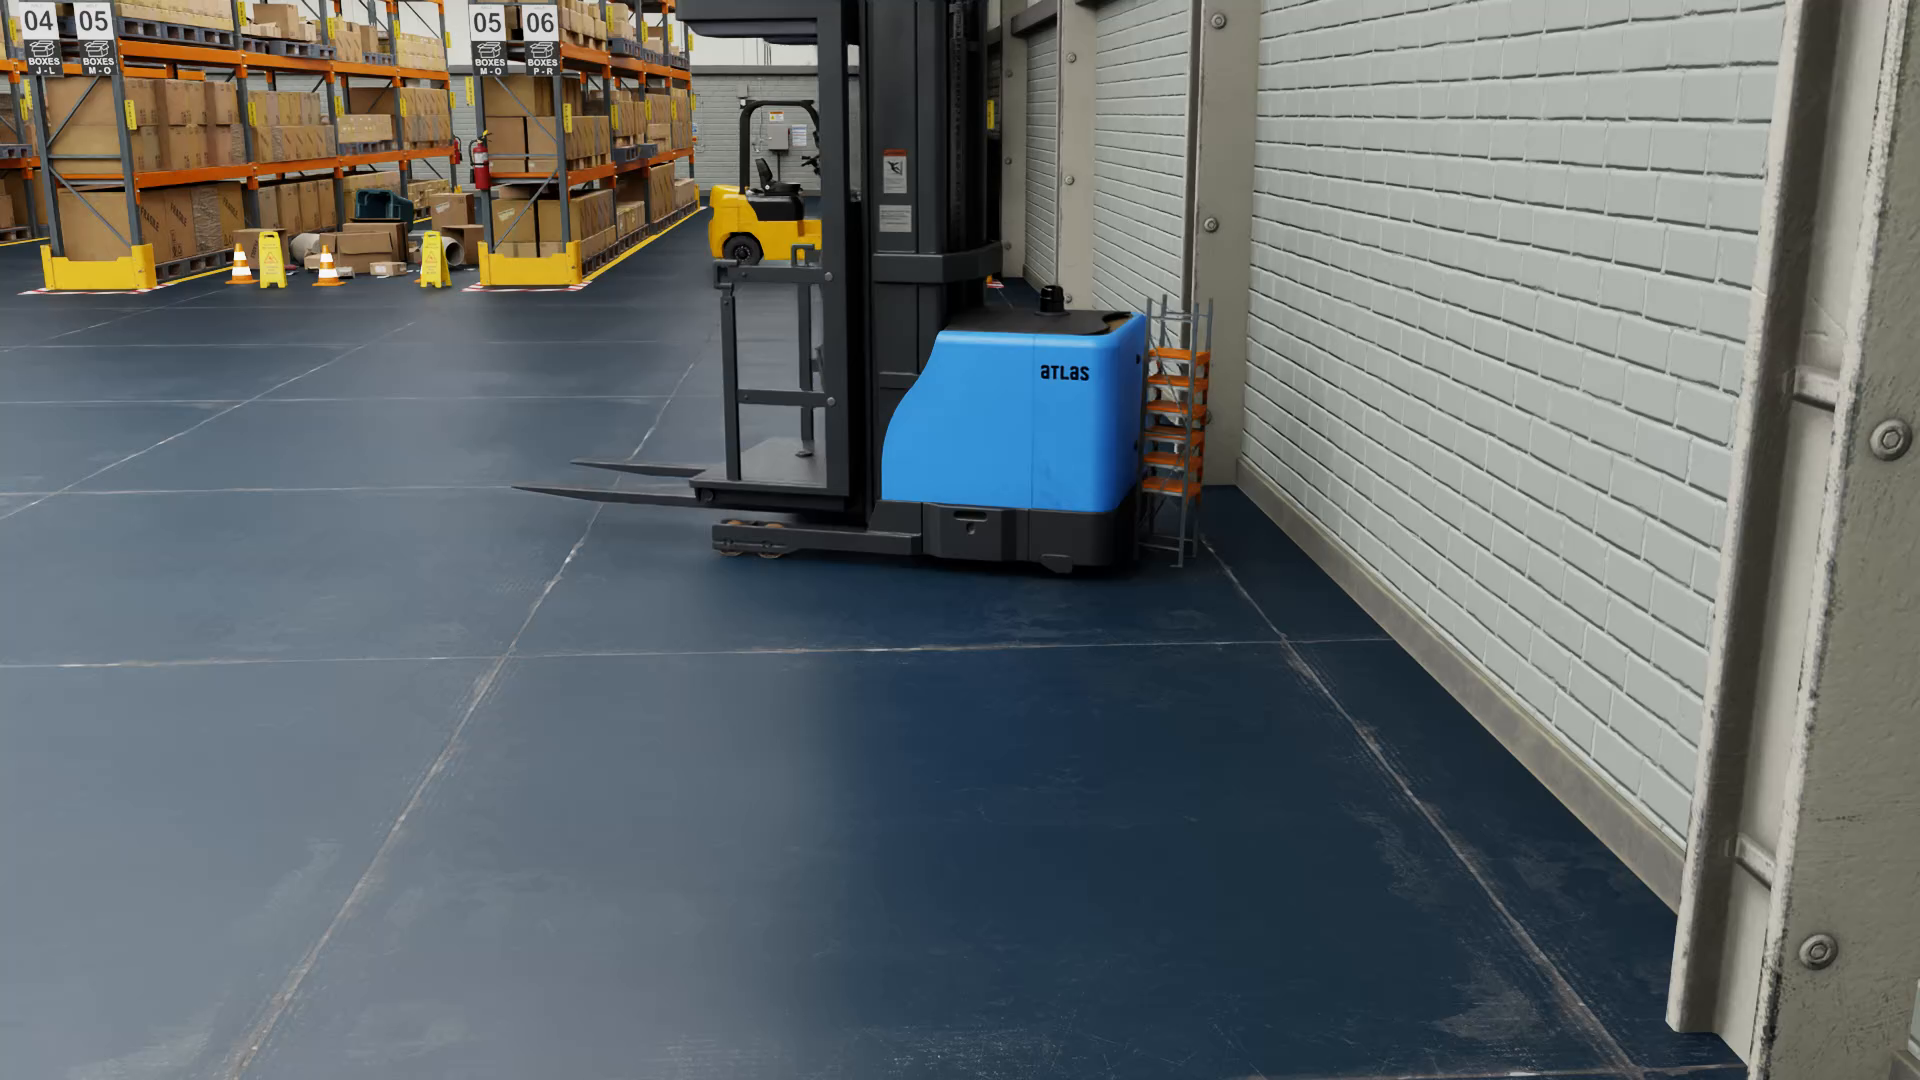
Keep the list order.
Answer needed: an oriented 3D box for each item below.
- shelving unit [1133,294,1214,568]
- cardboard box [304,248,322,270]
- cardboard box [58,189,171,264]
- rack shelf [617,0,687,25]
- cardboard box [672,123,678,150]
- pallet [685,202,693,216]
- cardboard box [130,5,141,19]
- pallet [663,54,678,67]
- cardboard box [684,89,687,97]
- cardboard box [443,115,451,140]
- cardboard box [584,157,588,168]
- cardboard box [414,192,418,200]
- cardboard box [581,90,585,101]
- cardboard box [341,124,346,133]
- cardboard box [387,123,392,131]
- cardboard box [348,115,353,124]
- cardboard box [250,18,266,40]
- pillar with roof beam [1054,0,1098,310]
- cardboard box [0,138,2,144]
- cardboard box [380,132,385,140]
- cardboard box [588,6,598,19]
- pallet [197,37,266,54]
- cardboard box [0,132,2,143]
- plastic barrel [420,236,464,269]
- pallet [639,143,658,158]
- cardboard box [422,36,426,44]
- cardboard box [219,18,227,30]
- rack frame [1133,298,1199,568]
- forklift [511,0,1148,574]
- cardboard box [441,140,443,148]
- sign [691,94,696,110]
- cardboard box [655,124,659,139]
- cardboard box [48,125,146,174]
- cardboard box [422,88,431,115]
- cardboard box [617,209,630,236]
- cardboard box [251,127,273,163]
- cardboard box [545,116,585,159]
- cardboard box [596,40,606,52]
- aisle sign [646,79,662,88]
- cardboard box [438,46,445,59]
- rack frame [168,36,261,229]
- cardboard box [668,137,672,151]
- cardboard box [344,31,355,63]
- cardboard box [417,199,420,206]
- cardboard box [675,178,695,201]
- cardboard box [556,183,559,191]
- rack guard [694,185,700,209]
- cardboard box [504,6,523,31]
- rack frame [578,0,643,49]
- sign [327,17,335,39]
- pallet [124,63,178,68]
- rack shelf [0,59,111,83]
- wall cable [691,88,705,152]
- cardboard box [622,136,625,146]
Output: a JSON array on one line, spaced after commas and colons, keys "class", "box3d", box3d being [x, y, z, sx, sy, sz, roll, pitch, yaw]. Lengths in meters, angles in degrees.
[{"class": "shelving unit", "box3d": [0.960, -0.490, 7.506, 0.258, 1.200, 0.189, 9, 17, 26]}, {"class": "cardboard box", "box3d": [-8.393, -3.697, 21.862, 0.396, 0.266, 0.258, 2, 15, 6]}, {"class": "cardboard box", "box3d": [-10.198, -3.767, 20.070, 0.875, 0.875, 0.875, -1, 14, -3]}, {"class": "rack shelf", "box3d": [-6.023, -10.372, 32.525, 1.077, 0.370, 4.000, -1, 14, -3]}, {"class": "cardboard box", "box3d": [-5.667, -7.680, 31.657, 0.500, 0.500, 0.500, 0, 14, -2]}, {"class": "pallet", "box3d": [-5.947, -6.655, 33.469, 1.003, 0.211, 1.213, -1, 14, -3]}, {"class": "cardboard box", "box3d": [-9.808, -6.162, 19.396, 0.380, 0.149, 0.250, -1, 14, -3]}, {"class": "pallet", "box3d": [-5.940, -9.125, 31.629, 1.003, 0.211, 1.213, -1, 14, -3]}, {"class": "cardboard box", "box3d": [-5.785, -9.141, 34.025, 0.380, 0.149, 0.250, -1, 14, -4]}, {"class": "cardboard box", "box3d": [-10.797, -8.489, 34.203, 0.500, 0.500, 0.500, -1, 14, -2]}, {"class": "cardboard box", "box3d": [-5.018, -4.881, 21.482, 0.380, 0.149, 0.250, -1, 14, -5]}, {"class": "cardboard box", "box3d": [-10.707, -6.660, 32.175, 0.380, 0.149, 0.250, -2, 15, -6]}, {"class": "cardboard box", "box3d": [-5.713, -6.514, 24.383, 0.380, 0.149, 0.250, -1, 14, -5]}, {"class": "cardboard box", "box3d": [-10.434, -6.831, 27.622, 0.380, 0.149, 0.250, 0, 14, -1]}, {"class": "cardboard box", "box3d": [-10.612, -7.540, 30.375, 0.380, 0.149, 0.250, 0, 14, -2]}, {"class": "cardboard box", "box3d": [-10.467, -7.096, 28.055, 0.380, 0.149, 0.250, -1, 15, -6]}, {"class": "cardboard box", "box3d": [-10.698, -7.641, 24.818, 0.500, 0.311, 0.500, -1, 14, -4]}, {"class": "pillar with roof beam", "box3d": [-3.270, -6.138, 13.824, 9.100, 9.000, 0.400, -1, 14, -3]}, {"class": "cardboard box", "box3d": [-15.469, -6.482, 26.155, 0.500, 0.500, 0.500, -3, 15, -10]}, {"class": "cardboard box", "box3d": [-10.581, -7.269, 29.920, 0.380, 0.149, 0.250, -1, 14, -4]}, {"class": "cardboard box", "box3d": [-5.000, -6.971, 21.986, 0.380, 0.149, 0.250, 0, 14, -2]}, {"class": "pallet", "box3d": [-10.444, -7.007, 23.606, 0.805, 0.209, 1.217, -1, 15, -6]}, {"class": "cardboard box", "box3d": [-15.820, -6.531, 27.189, 0.500, 0.500, 0.500, 0, 14, -2]}, {"class": "plastic barrel", "box3d": [-6.795, -3.770, 21.828, 0.512, 0.421, 0.421, 10, 18, 35]}, {"class": "pallet", "box3d": [-5.501, -6.248, 26.675, 1.213, 0.211, 1.003, -1, 14, -3]}, {"class": "cardboard box", "box3d": [-10.720, -9.823, 32.661, 0.380, 0.149, 0.250, -1, 14, -2]}, {"class": "cardboard box", "box3d": [-9.980, -6.855, 22.089, 0.380, 0.149, 0.250, -1, 14, -3]}, {"class": "rack frame", "box3d": [0.917, -0.470, 7.428, 0.240, 1.200, 0.006, 9, 17, 26]}, {"class": "forklift", "box3d": [-0.659, -1.452, 7.787, 3.031, 2.935, 1.130, 4, 15, 14]}, {"class": "cardboard box", "box3d": [-10.771, -8.082, 33.921, 0.380, 0.149, 0.250, -1, 14, -4]}, {"class": "sign", "box3d": [-5.605, -9.187, 34.912, 0.100, 0.325, 0.005, -1, 14, -3]}, {"class": "cardboard box", "box3d": [-5.486, -7.069, 28.777, 0.500, 0.250, 0.500, -1, 14, -4]}, {"class": "cardboard box", "box3d": [-10.158, -4.590, 19.544, 0.875, 0.550, 0.550, -1, 14, -3]}, {"class": "cardboard box", "box3d": [-10.696, -8.585, 32.567, 0.500, 0.500, 0.500, -1, 14, -5]}, {"class": "cardboard box", "box3d": [-5.487, -4.762, 24.944, 0.950, 0.372, 0.625, 0, 14, 0]}, {"class": "cardboard box", "box3d": [-10.102, -5.604, 23.585, 0.500, 0.500, 0.500, -1, 14, -3]}, {"class": "cardboard box", "box3d": [-4.944, -4.970, 20.526, 0.500, 0.500, 0.500, 0, 14, -2]}, {"class": "cardboard box", "box3d": [-5.079, -6.779, 22.838, 0.380, 0.149, 0.250, -1, 14, -3]}, {"class": "aisle sign", "box3d": [-6.441, -9.779, 34.795, 0.394, 0.787, 0.004, -1, 14, -3]}, {"class": "cardboard box", "box3d": [-10.799, -9.916, 33.824, 0.500, 0.250, 0.500, -1, 14, -5]}, {"class": "rack frame", "box3d": [-10.338, -5.420, 23.073, 1.000, 3.000, 0.127, -1, 14, -3]}, {"class": "cardboard box", "box3d": [-5.620, -7.331, 30.800, 0.500, 0.250, 0.500, -1, 14, -5]}, {"class": "cardboard box", "box3d": [-10.394, -8.186, 27.604, 0.500, 0.500, 0.500, -1, 14, -3]}, {"class": "cardboard box", "box3d": [-10.685, -6.518, 32.216, 0.380, 0.149, 0.250, -1, 14, -5]}, {"class": "cardboard box", "box3d": [-6.006, -7.306, 34.701, 0.875, 0.438, 0.875, -1, 14, -5]}, {"class": "cardboard box", "box3d": [-5.689, -4.888, 22.872, 0.380, 0.149, 0.250, -1, 14, -3]}, {"class": "rack guard", "box3d": [-6.149, -7.302, 35.401, 1.175, 0.500, 0.348, -1, 14, -3]}, {"class": "cardboard box", "box3d": [-5.457, -6.174, 19.687, 0.500, 0.250, 0.500, -1, 14, -4]}, {"class": "rack frame", "box3d": [-5.651, -9.422, 26.586, 1.000, 3.000, 0.127, -1, 14, -3]}, {"class": "sign", "box3d": [-10.031, -8.163, 26.516, 0.100, 0.325, 0.005, -1, 14, -3]}, {"class": "pallet", "box3d": [-15.903, -9.274, 32.211, 1.003, 0.211, 1.213, -1, 14, -3]}, {"class": "rack shelf", "box3d": [-15.666, -7.965, 28.388, 1.077, 0.370, 4.000, -1, 14, -3]}, {"class": "wall cable", "box3d": [-6.520, -10.415, 40.385, 0.585, 1.953, 0.123, -1, 14, -3]}, {"class": "cardboard box", "box3d": [-5.197, -5.942, 24.762, 0.380, 0.149, 0.250, -1, 14, -3]}]
